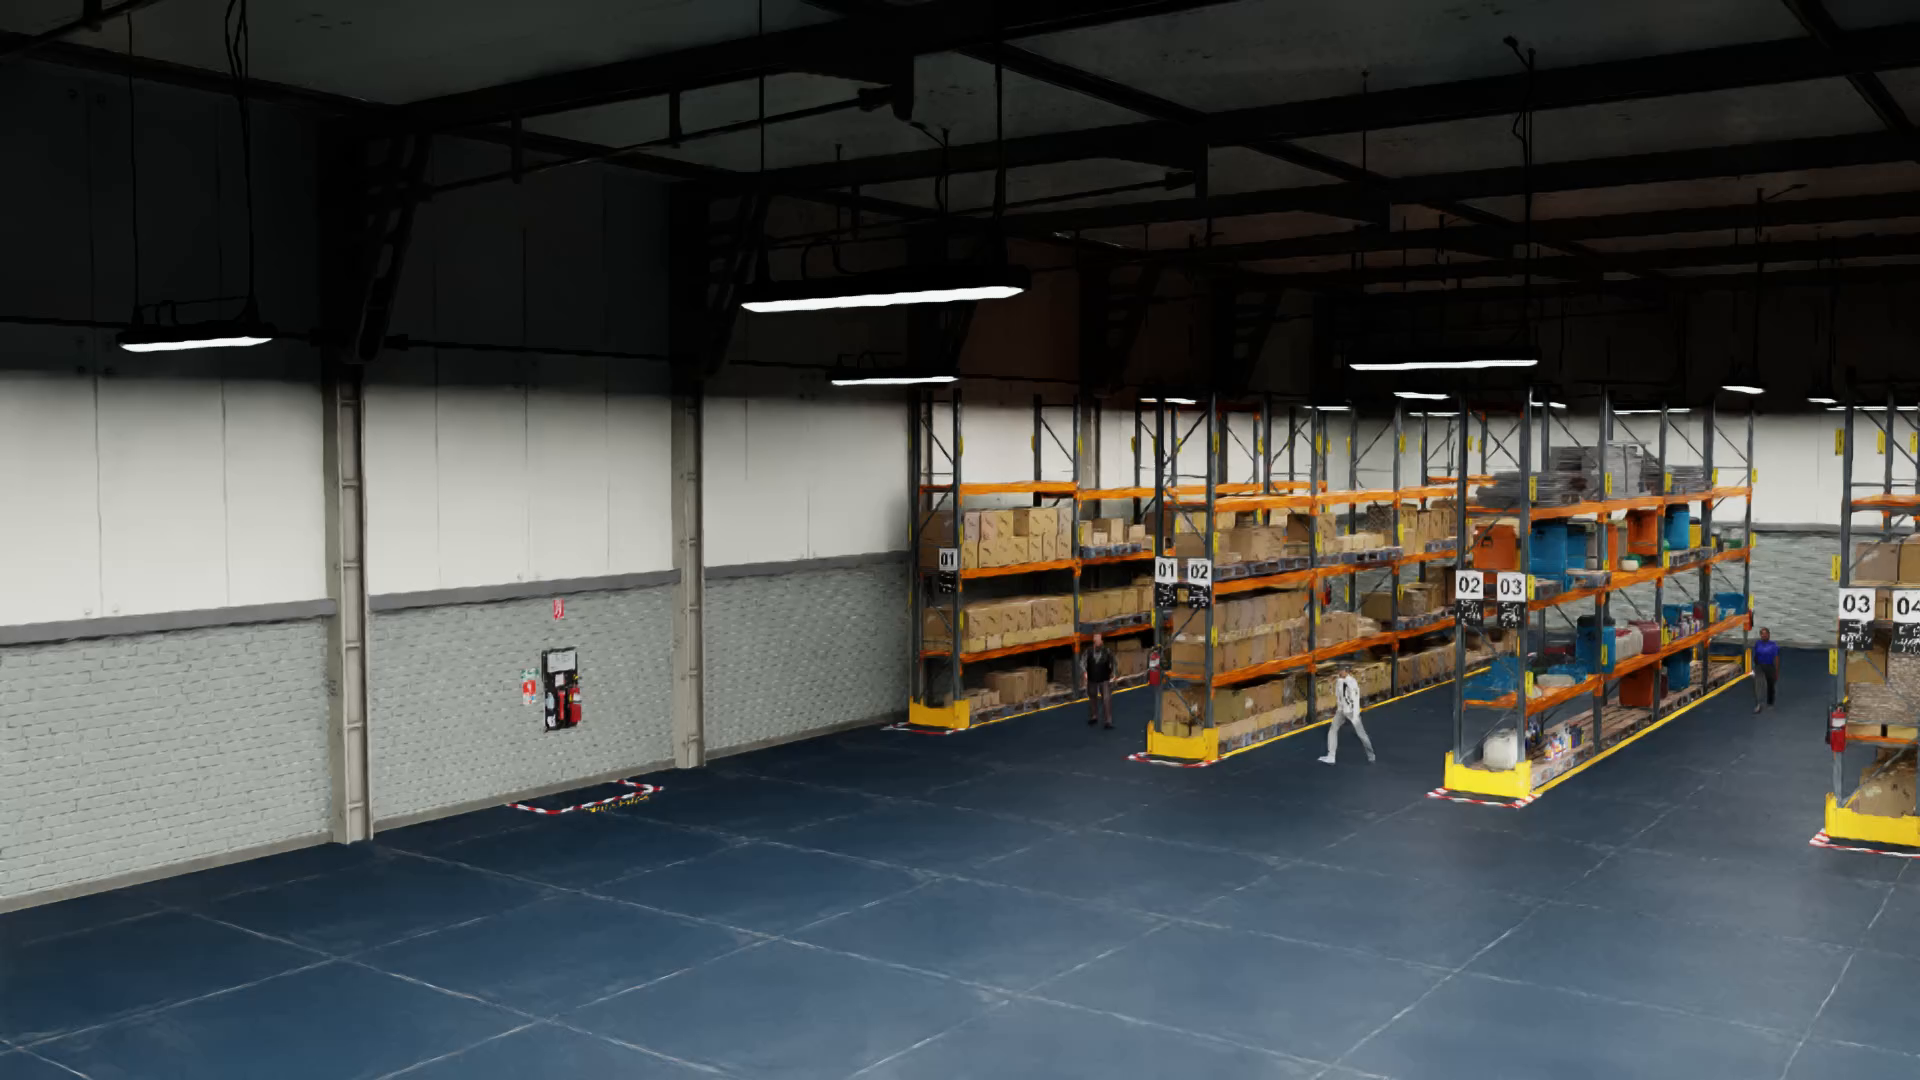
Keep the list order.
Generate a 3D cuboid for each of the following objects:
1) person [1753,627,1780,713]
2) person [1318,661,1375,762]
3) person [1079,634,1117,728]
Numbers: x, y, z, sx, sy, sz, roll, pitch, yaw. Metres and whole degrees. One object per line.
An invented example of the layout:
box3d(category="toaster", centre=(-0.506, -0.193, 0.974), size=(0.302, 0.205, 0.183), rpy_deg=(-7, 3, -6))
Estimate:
box3d(category="person", centre=(15.100, 2.474, 31.136), size=(0.463, 1.492, 0.998), rpy_deg=(2, 4, 34))
box3d(category="person", centre=(6.125, 2.702, 26.190), size=(0.921, 1.608, 0.523), rpy_deg=(-2, 4, -32))
box3d(category="person", centre=(2.473, 2.484, 29.499), size=(0.687, 1.654, 0.817), rpy_deg=(1, 3, 17))
